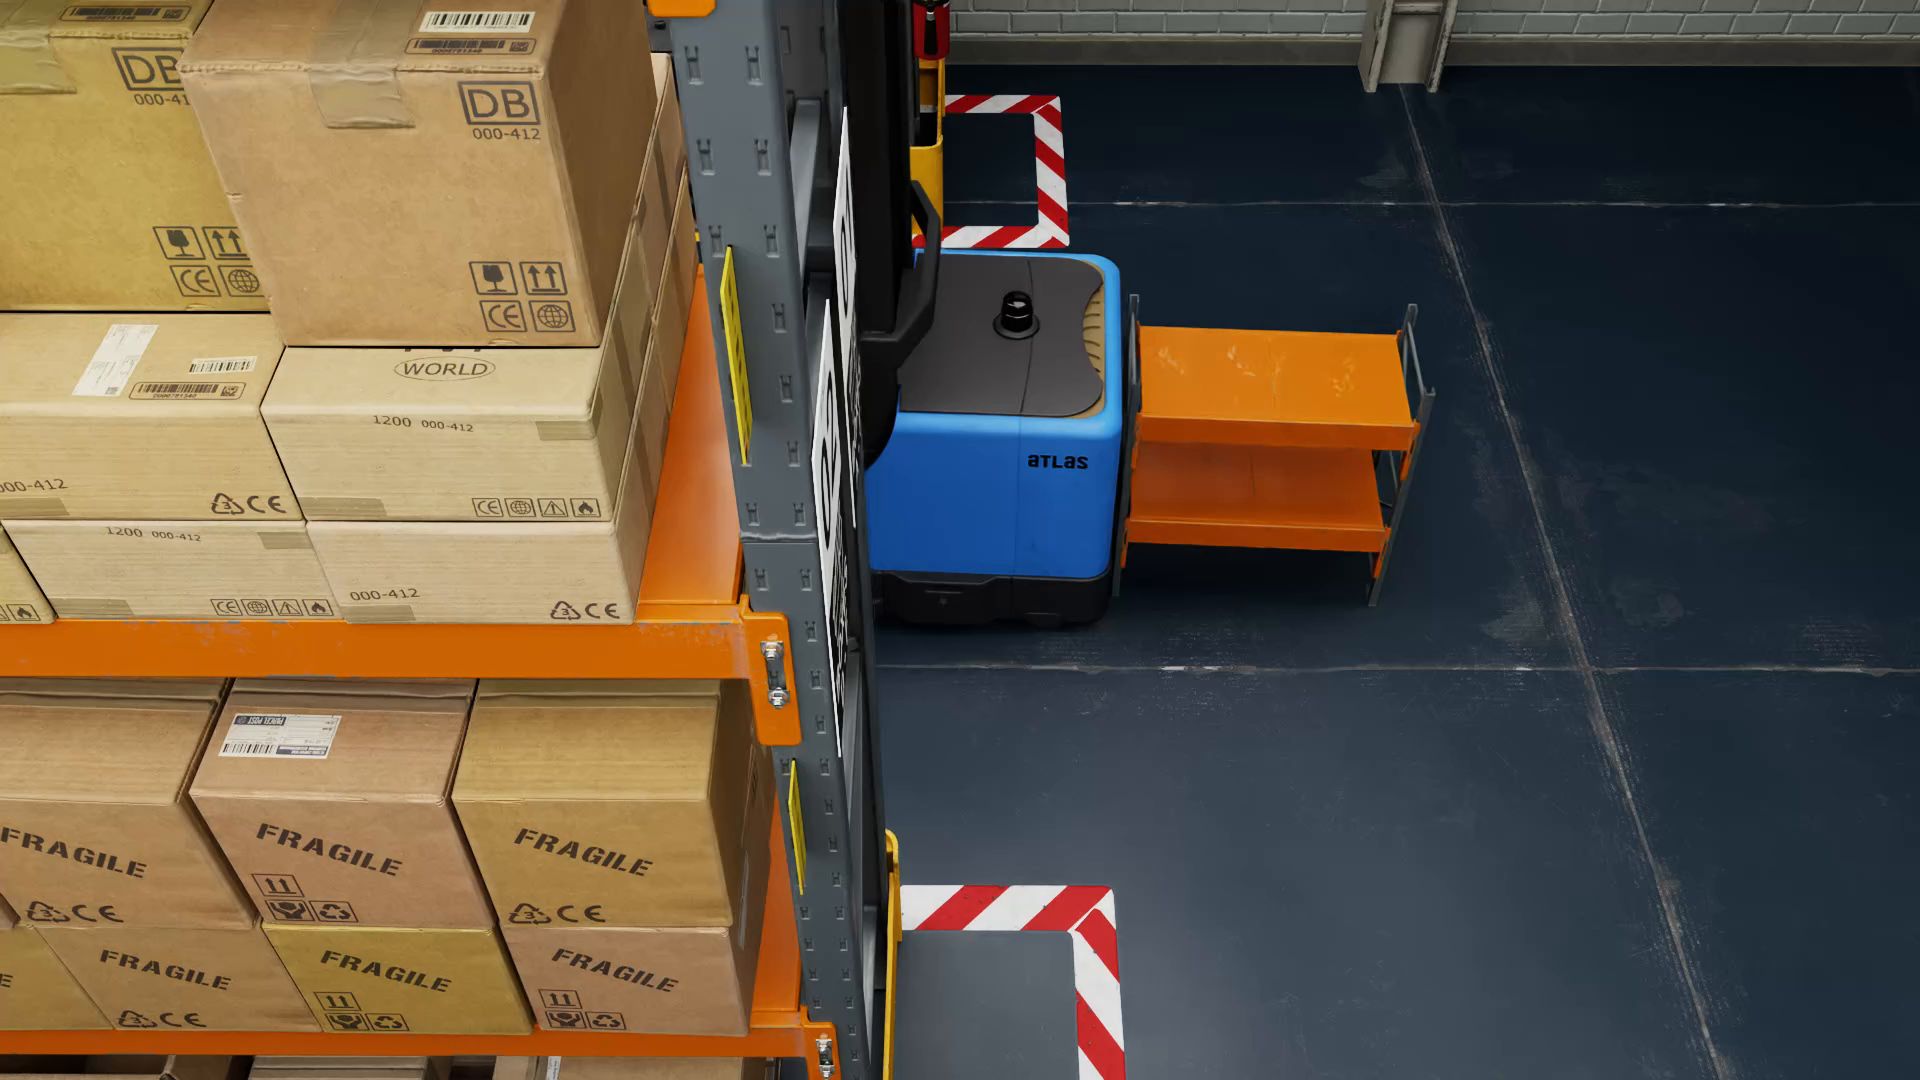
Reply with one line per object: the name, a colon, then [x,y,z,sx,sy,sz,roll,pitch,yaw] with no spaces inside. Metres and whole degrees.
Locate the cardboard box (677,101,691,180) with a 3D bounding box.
cardboard box: [-1.481,-2.186,8.237,0.500,0.500,0.700,0,47,0]

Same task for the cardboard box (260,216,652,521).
cardboard box: [-0.809,-0.295,2.768,0.500,0.250,0.500,0,47,0]

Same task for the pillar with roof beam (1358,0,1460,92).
pillar with roof beam: [2.407,-2.484,2.995,0.400,9.000,9.100,0,47,0]

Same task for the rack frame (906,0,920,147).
rack frame: [-0.280,-2.965,7.541,0.127,3.000,1.000,0,47,0]

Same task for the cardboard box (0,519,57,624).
cardboard box: [-1.809,-0.119,2.946,0.500,0.250,0.500,0,47,0]

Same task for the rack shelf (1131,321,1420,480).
rack shelf: [1.138,-0.520,6.147,1.000,0.278,0.538,2,47,2]

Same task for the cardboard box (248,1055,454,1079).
cardboard box: [-1.789,1.602,4.868,0.500,0.250,0.500,0,47,0]

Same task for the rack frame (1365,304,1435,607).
rack frame: [1.645,-0.300,6.342,0.032,1.125,0.500,2,47,2]

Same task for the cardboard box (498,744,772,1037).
cardboard box: [-0.744,0.825,3.945,0.500,0.500,0.500,1,47,1]

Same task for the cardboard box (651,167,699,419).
cardboard box: [-0.807,-0.497,3.298,0.500,0.250,0.500,0,47,0]

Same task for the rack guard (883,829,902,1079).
rack guard: [-0.371,1.513,5.081,0.348,0.500,1.175,0,47,0]

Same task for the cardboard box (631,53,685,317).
cardboard box: [-0.807,-0.672,3.119,0.500,0.250,0.500,0,47,0]

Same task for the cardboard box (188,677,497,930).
cardboard box: [-1.246,0.486,3.578,0.500,0.500,0.500,1,47,1]

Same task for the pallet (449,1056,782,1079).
pallet: [-1.168,1.610,5.189,1.213,0.211,1.003,0,47,0]

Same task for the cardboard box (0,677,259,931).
cardboard box: [-1.764,0.488,3.576,0.500,0.500,0.500,1,47,1]

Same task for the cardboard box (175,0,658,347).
cardboard box: [-0.808,-0.725,2.656,0.500,0.500,0.700,0,47,0]

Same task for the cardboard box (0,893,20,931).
cardboard box: [-2.278,0.486,3.578,0.500,0.500,0.500,1,47,1]

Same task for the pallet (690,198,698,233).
pallet: [-1.080,-1.960,8.511,1.213,0.211,1.003,0,47,0]

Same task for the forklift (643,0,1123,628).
forklift: [-0.909,-1.072,5.826,3.031,2.935,1.130,2,47,2]

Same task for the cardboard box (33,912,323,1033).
cardboard box: [-1.761,0.821,3.949,0.500,0.500,0.500,0,47,0]

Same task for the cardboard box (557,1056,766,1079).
cardboard box: [-0.839,1.542,4.754,0.500,0.500,0.500,0,47,0]

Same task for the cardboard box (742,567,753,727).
cardboard box: [-0.737,0.092,3.944,0.500,0.500,0.500,1,47,1]

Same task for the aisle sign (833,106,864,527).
aisle sign: [-0.225,-0.439,3.415,0.004,0.787,0.394,0,47,0]

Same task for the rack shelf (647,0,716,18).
rack shelf: [-2.295,-1.142,2.240,4.000,0.370,1.077,0,47,0]

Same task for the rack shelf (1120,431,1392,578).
rack shelf: [1.138,-0.154,6.540,1.000,0.278,0.538,2,47,2]

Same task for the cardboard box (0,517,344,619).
cardboard box: [-1.309,-0.128,2.954,0.500,0.250,0.500,0,47,0]

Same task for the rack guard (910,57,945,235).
rack guard: [-0.256,-2.113,8.456,0.348,0.500,1.175,0,47,0]

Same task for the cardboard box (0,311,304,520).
cardboard box: [-1.309,-0.296,2.769,0.500,0.250,0.500,0,47,0]

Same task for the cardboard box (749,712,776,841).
cardboard box: [-0.737,0.433,4.310,0.500,0.500,0.500,1,47,1]

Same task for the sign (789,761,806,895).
sign: [-0.317,0.565,3.249,0.005,0.325,0.100,0,47,0]

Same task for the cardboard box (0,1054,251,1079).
cardboard box: [-2.416,1.352,4.928,0.637,0.503,0.797,0,47,0]

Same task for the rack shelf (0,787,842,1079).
rack shelf: [-2.295,0.901,4.435,4.000,0.370,1.077,0,47,0]

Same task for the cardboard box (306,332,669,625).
cardboard box: [-0.809,-0.118,2.945,0.500,0.250,0.500,0,47,0]

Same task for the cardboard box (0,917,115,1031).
cardboard box: [-2.265,0.819,3.951,0.500,0.500,0.500,0,47,0]

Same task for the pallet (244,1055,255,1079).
pallet: [-2.385,1.604,5.194,1.213,0.211,1.003,0,47,0]

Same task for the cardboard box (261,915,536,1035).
cardboard box: [-1.262,0.826,3.944,0.500,0.500,0.500,1,47,0]

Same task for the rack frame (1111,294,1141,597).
rack frame: [0.630,-0.341,6.380,0.032,1.125,0.500,2,47,2]

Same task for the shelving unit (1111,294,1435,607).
shelving unit: [1.138,-0.321,6.361,1.048,1.125,0.538,2,47,2]

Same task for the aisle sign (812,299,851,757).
aisle sign: [-0.228,0.000,3.006,0.004,0.787,0.394,0,47,0]

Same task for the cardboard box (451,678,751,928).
cardboard box: [-0.741,0.486,3.577,0.500,0.500,0.500,0,47,0]

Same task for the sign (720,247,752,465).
sign: [-0.317,-0.256,2.366,0.005,0.325,0.100,0,47,0]

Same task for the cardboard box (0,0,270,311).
cardboard box: [-1.308,-0.788,2.715,0.500,0.500,0.700,0,47,0]

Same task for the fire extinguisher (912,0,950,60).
fire extinguisher: [-0.131,-2.473,7.391,0.183,0.674,0.296,0,47,0]

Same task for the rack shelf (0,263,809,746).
rack shelf: [-2.295,-0.121,3.337,4.000,0.370,1.077,0,47,0]

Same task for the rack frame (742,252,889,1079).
rack frame: [-0.295,0.661,4.166,0.127,3.000,1.000,0,47,0]

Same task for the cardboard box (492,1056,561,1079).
cardboard box: [-1.244,1.588,4.938,0.250,0.166,0.380,0,47,0]

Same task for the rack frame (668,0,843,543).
rack frame: [-0.295,-1.383,1.970,0.127,3.000,1.000,0,47,0]
